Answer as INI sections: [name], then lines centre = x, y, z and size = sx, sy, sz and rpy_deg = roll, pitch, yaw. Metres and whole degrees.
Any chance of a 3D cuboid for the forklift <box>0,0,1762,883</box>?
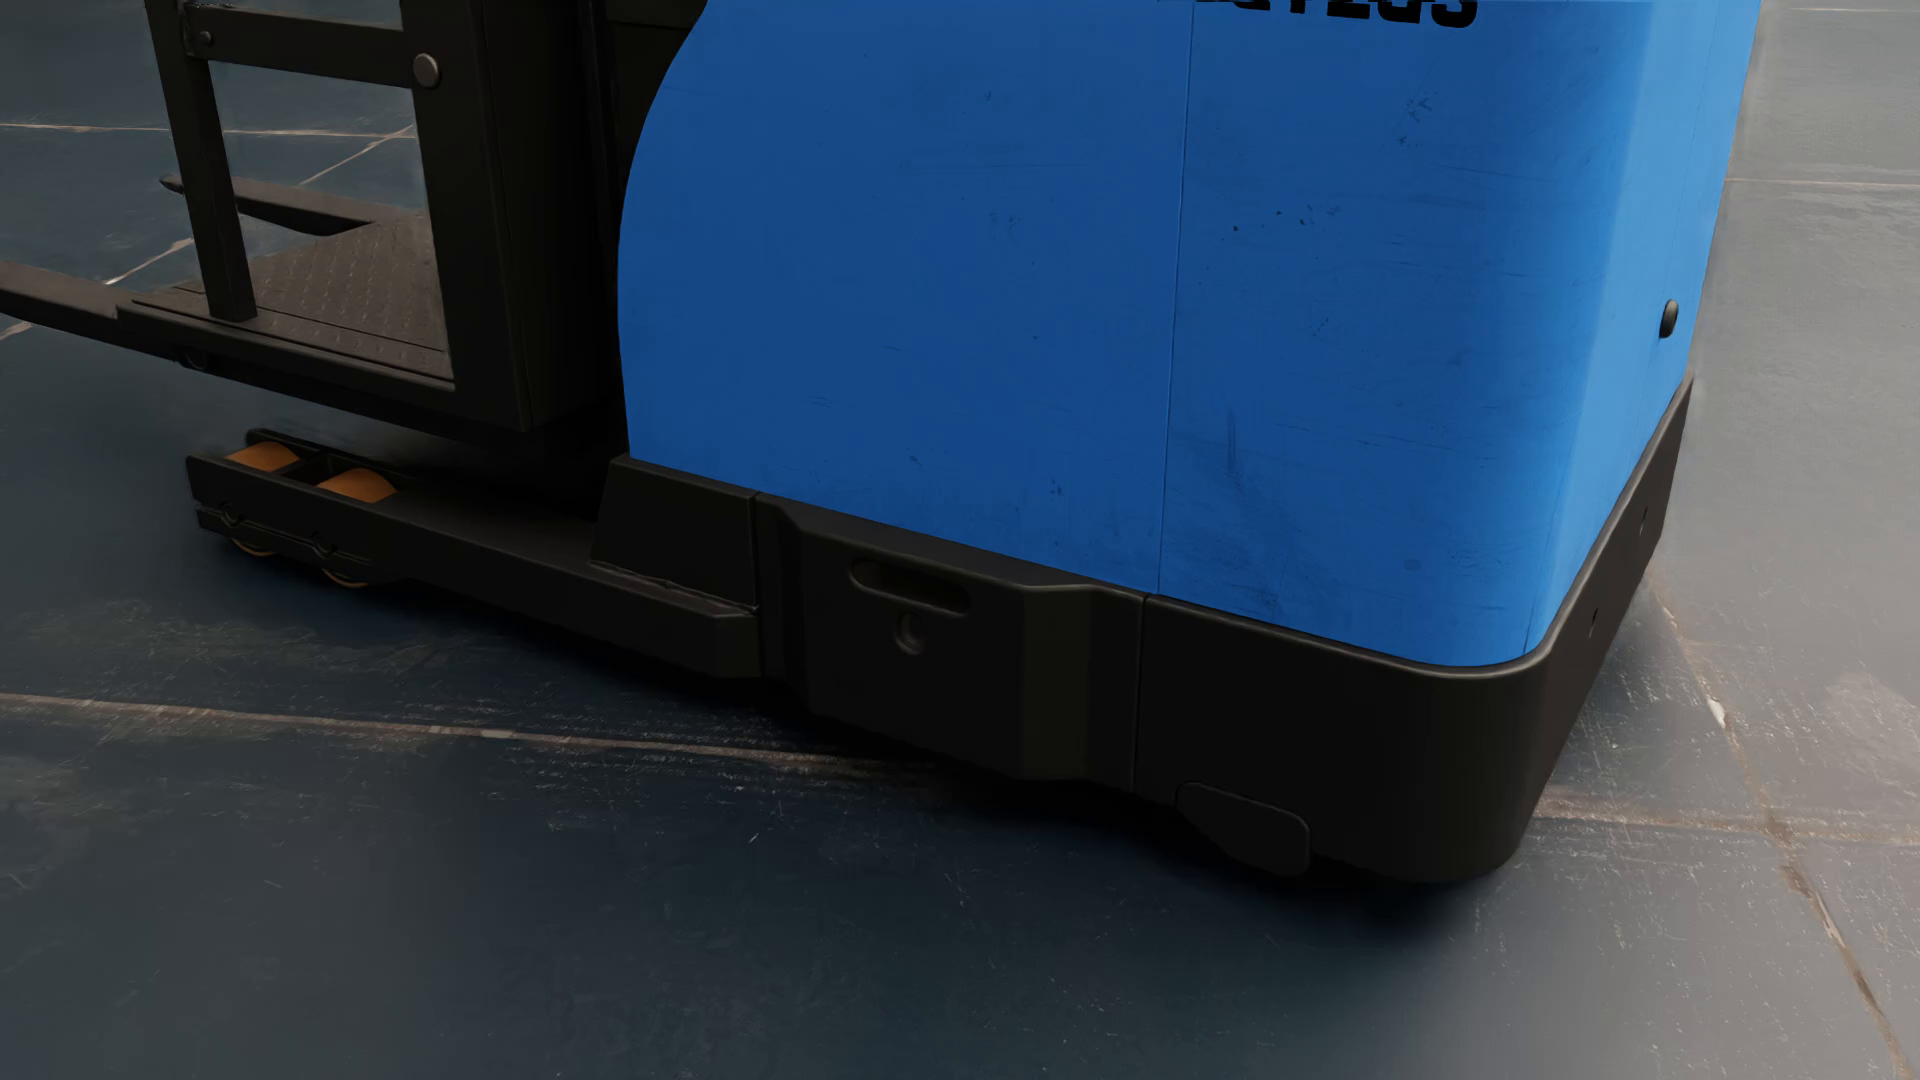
[forklift]
centre = -0.531, -1.430, 2.084
size = 3.031, 2.935, 1.130
rpy_deg = 15, 30, 27
